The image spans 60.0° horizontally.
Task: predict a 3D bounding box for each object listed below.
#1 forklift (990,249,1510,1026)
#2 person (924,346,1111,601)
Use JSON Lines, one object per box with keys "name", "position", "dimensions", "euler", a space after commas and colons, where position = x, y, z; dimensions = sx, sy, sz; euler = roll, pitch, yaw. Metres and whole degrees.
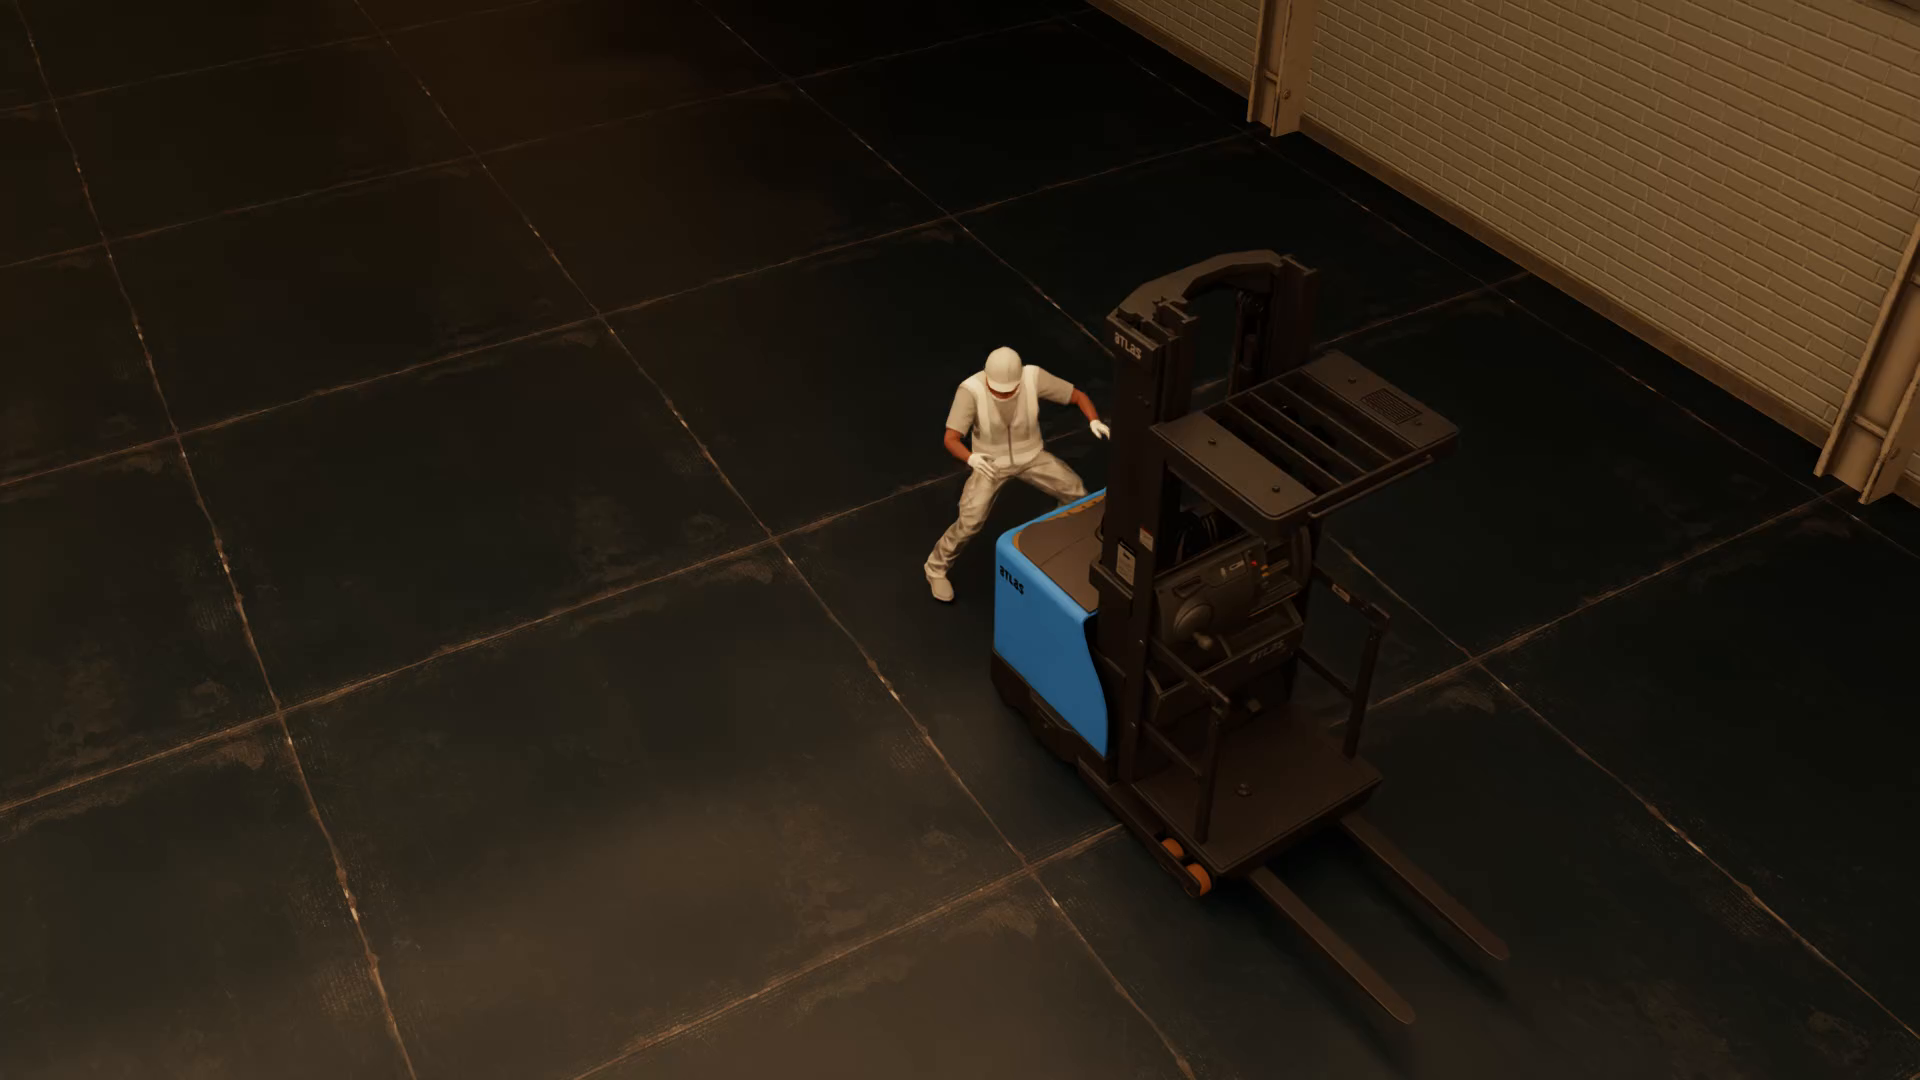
{"name": "forklift", "position": [1.415, 0.281, 7.697], "dimensions": [1.130, 2.935, 3.031], "euler": [-24, 45, -26]}
{"name": "person", "position": [0.317, -0.419, 9.630], "dimensions": [1.082, 1.547, 0.761], "euler": [-6, 40, -7]}
